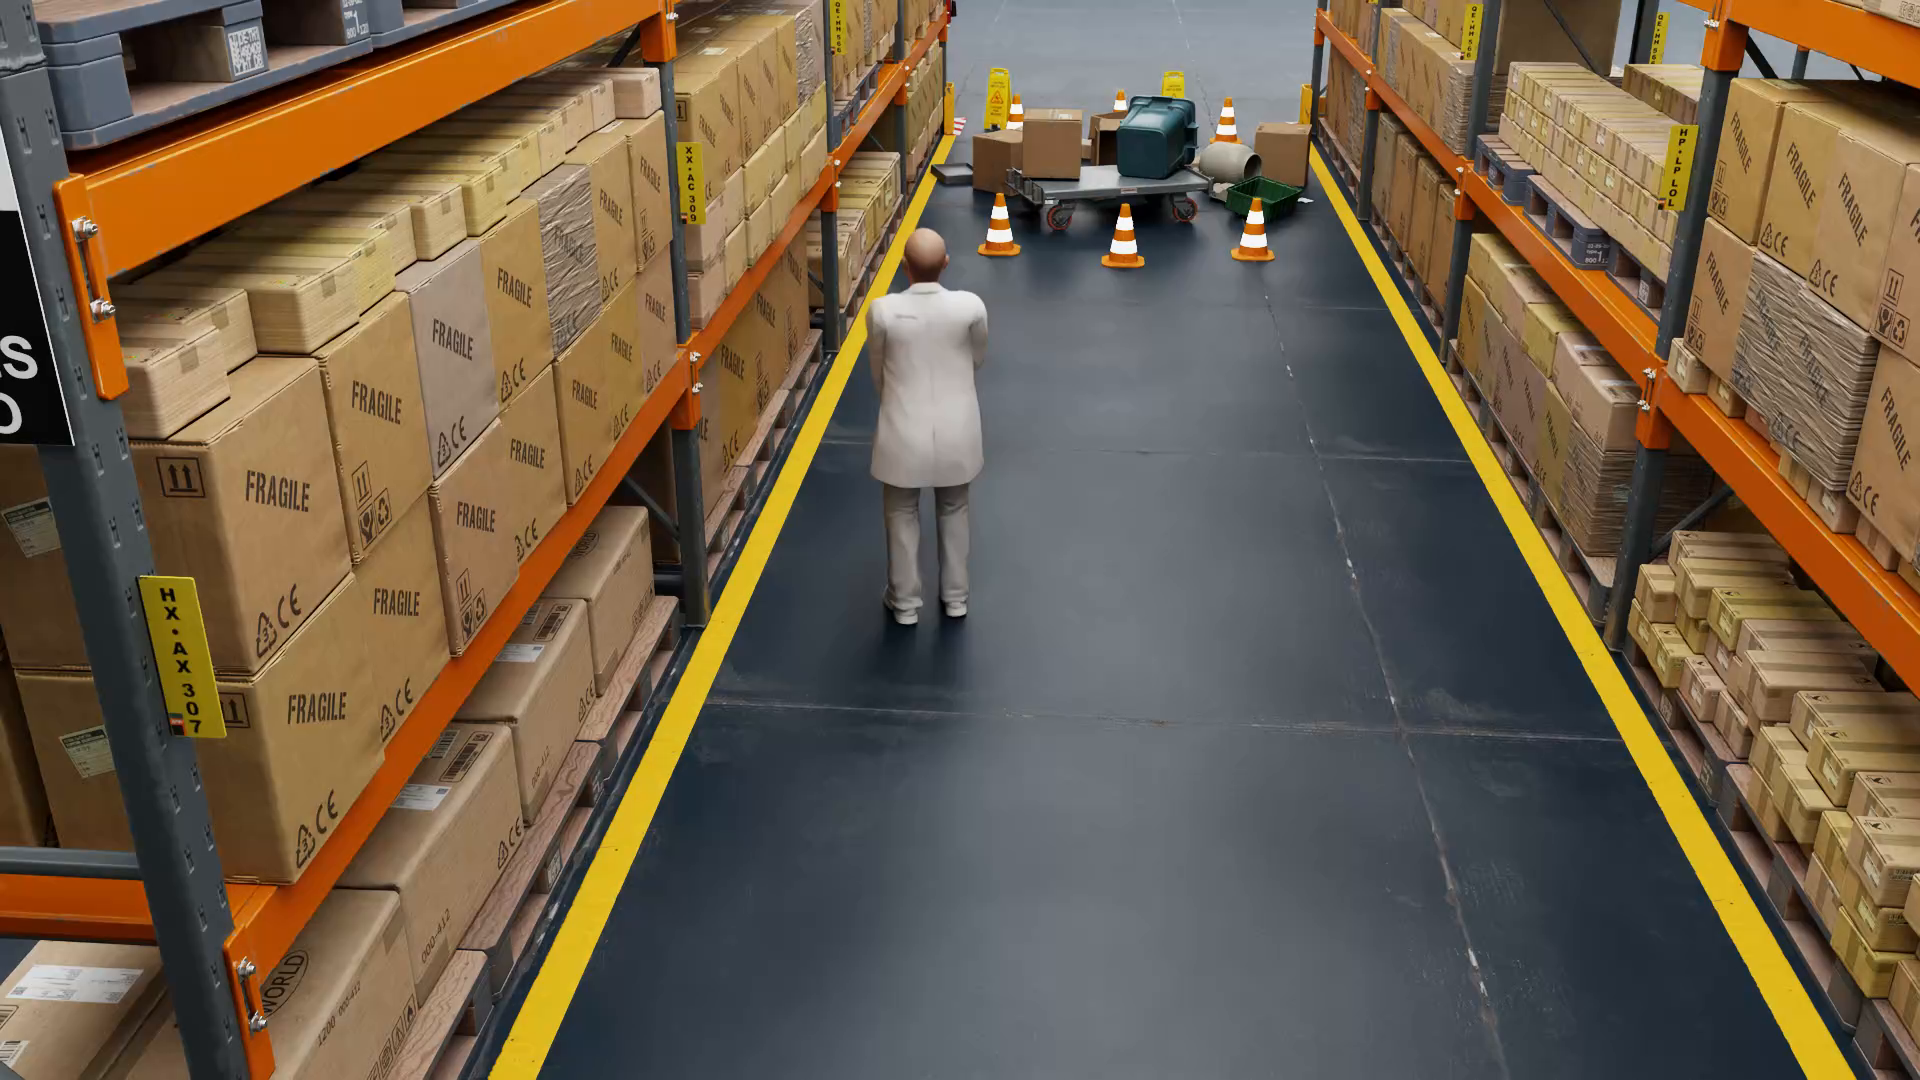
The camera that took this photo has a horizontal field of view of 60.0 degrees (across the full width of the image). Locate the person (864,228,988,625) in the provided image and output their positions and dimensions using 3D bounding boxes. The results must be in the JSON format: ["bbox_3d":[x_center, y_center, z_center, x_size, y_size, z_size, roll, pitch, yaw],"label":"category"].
[{"bbox_3d":[-0.158,-0.523,7.292,0.527,1.776,0.545,-4,24,-8],"label":"person"}]
